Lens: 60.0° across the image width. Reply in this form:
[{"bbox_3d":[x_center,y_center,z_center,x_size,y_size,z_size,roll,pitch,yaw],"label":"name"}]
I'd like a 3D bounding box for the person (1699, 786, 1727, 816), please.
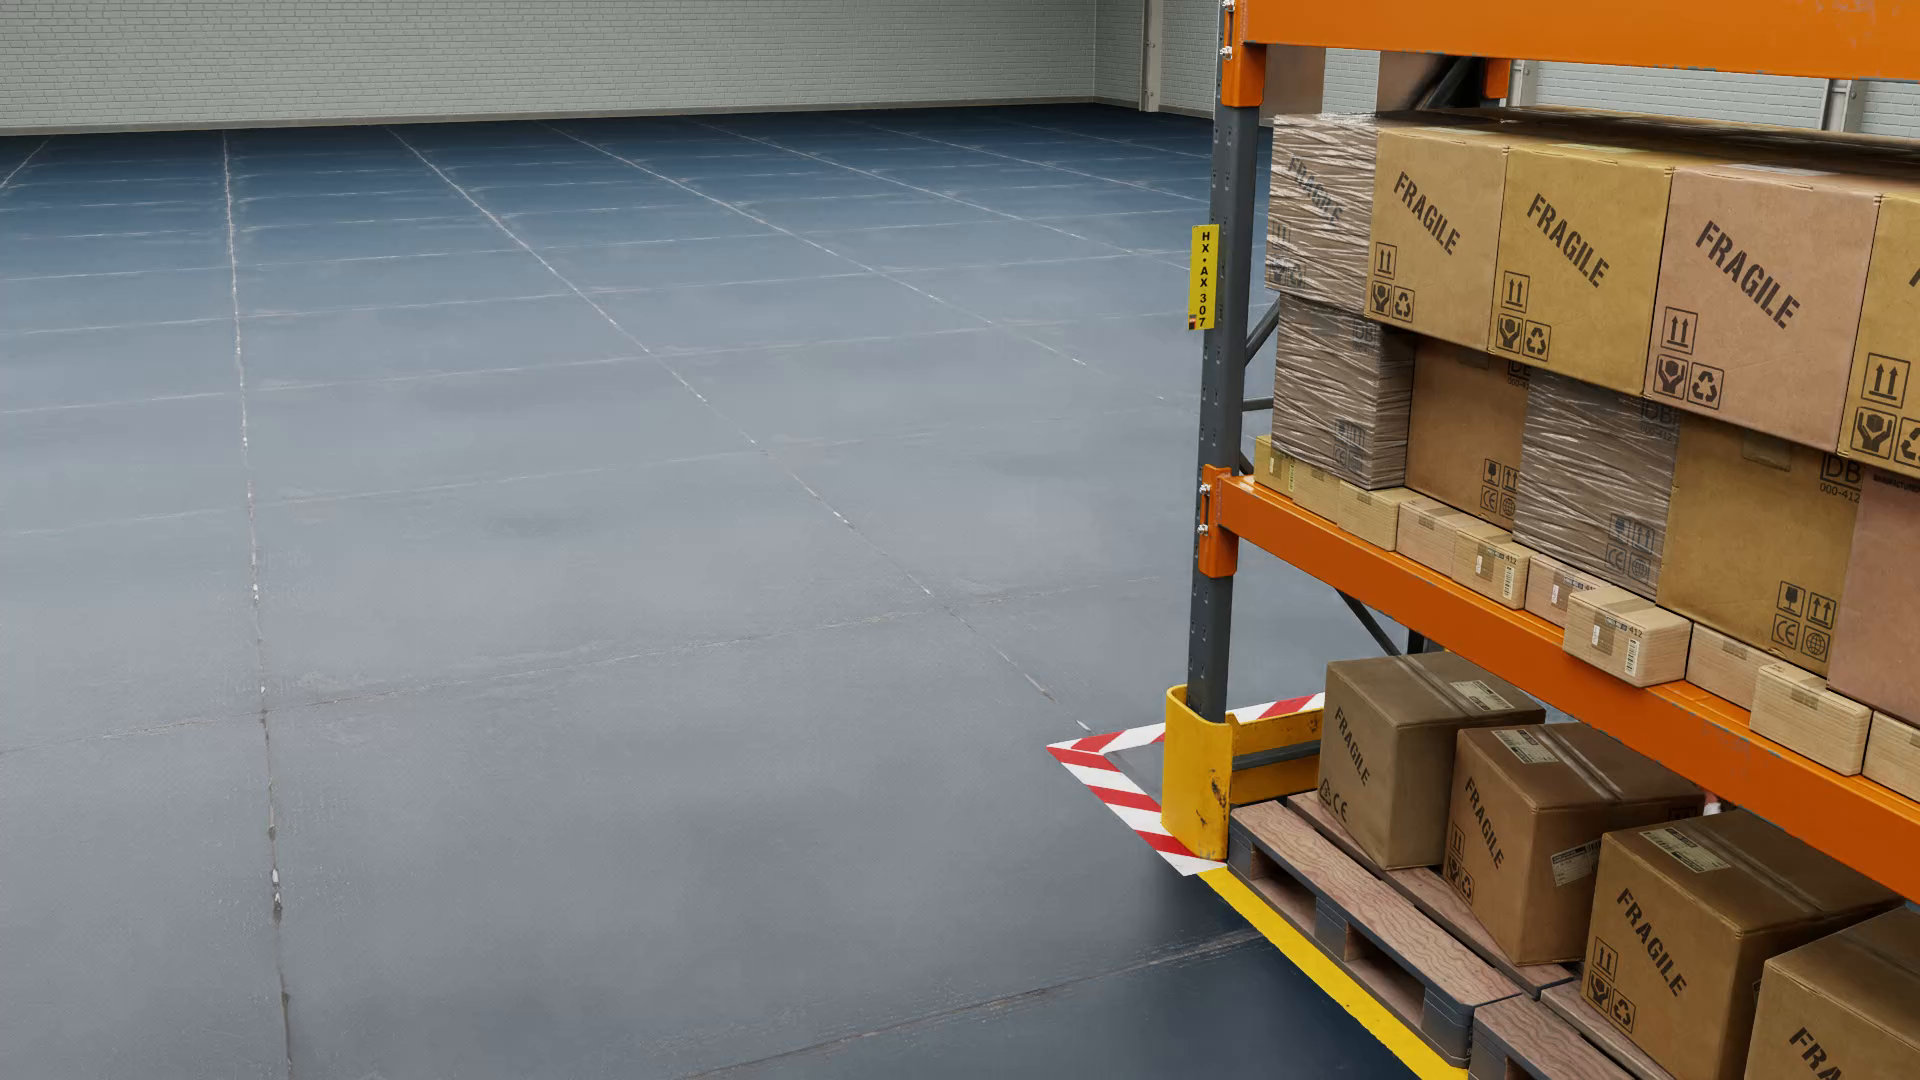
[{"bbox_3d":[2.746,0.492,5.950,0.535,0.923,0.952,-2,19,-4],"label":"person"}]
